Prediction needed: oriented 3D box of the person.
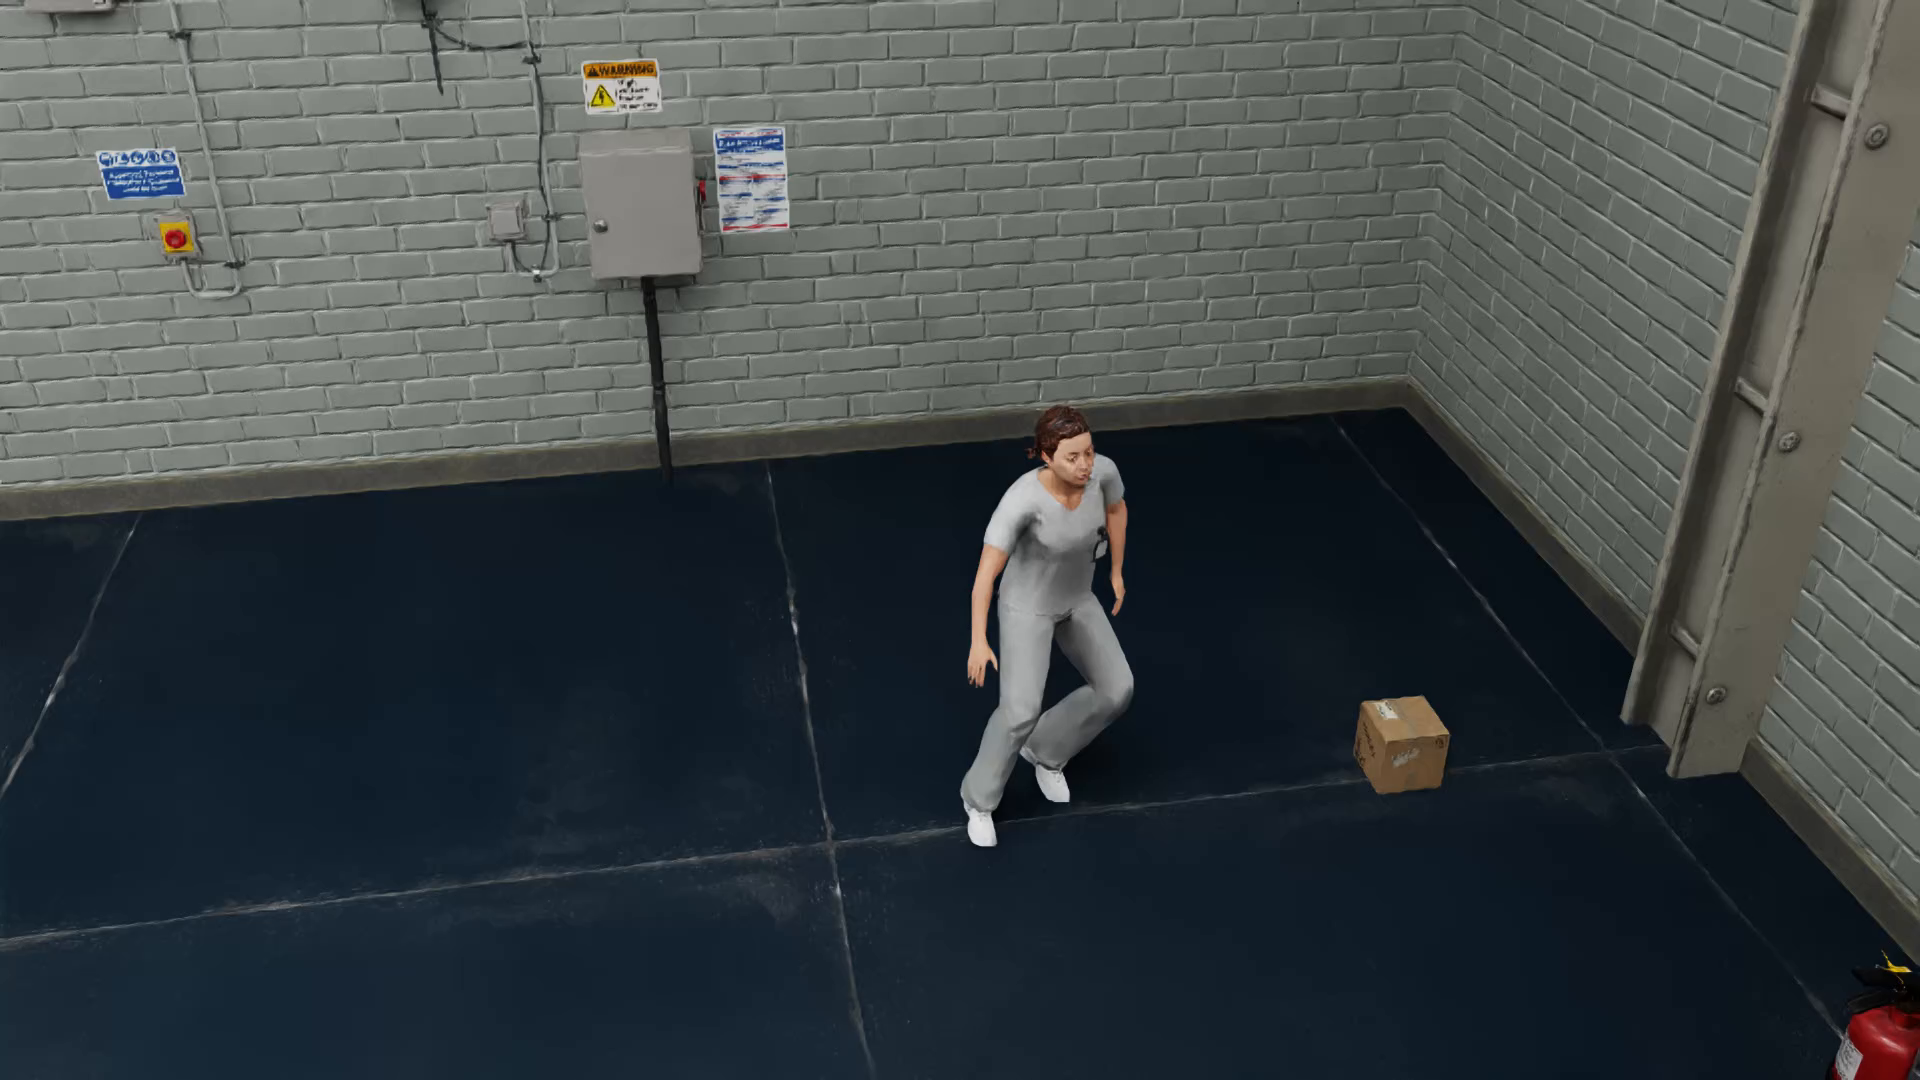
[{"bbox_3d":[0.292,0.276,5.791,0.817,1.590,0.468,-21,37,-31],"label":"person"}]
